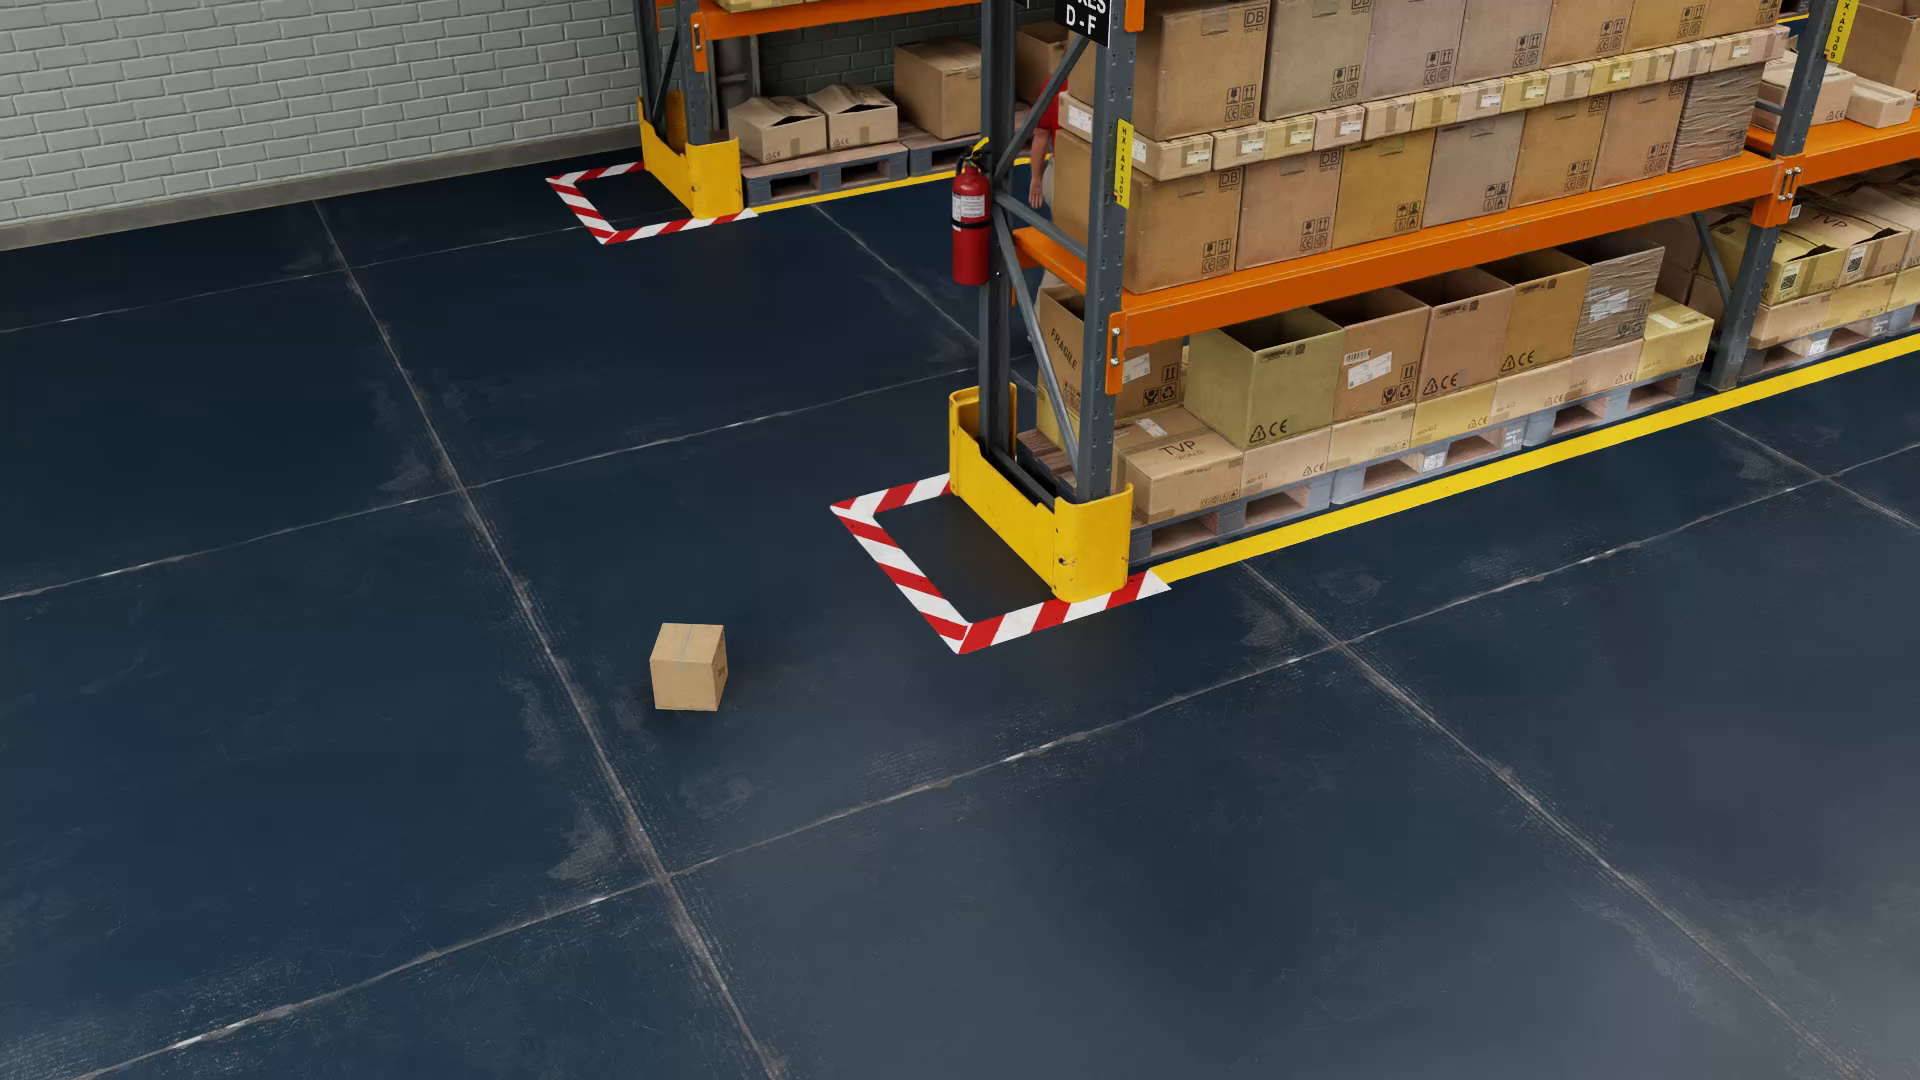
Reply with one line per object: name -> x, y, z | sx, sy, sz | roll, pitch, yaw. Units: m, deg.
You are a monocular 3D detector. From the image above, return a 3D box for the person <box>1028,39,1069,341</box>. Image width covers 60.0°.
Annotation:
person -> 0.687, -1.891, 9.127 | 0.724, 1.790, 0.573 | -17, 36, -24
